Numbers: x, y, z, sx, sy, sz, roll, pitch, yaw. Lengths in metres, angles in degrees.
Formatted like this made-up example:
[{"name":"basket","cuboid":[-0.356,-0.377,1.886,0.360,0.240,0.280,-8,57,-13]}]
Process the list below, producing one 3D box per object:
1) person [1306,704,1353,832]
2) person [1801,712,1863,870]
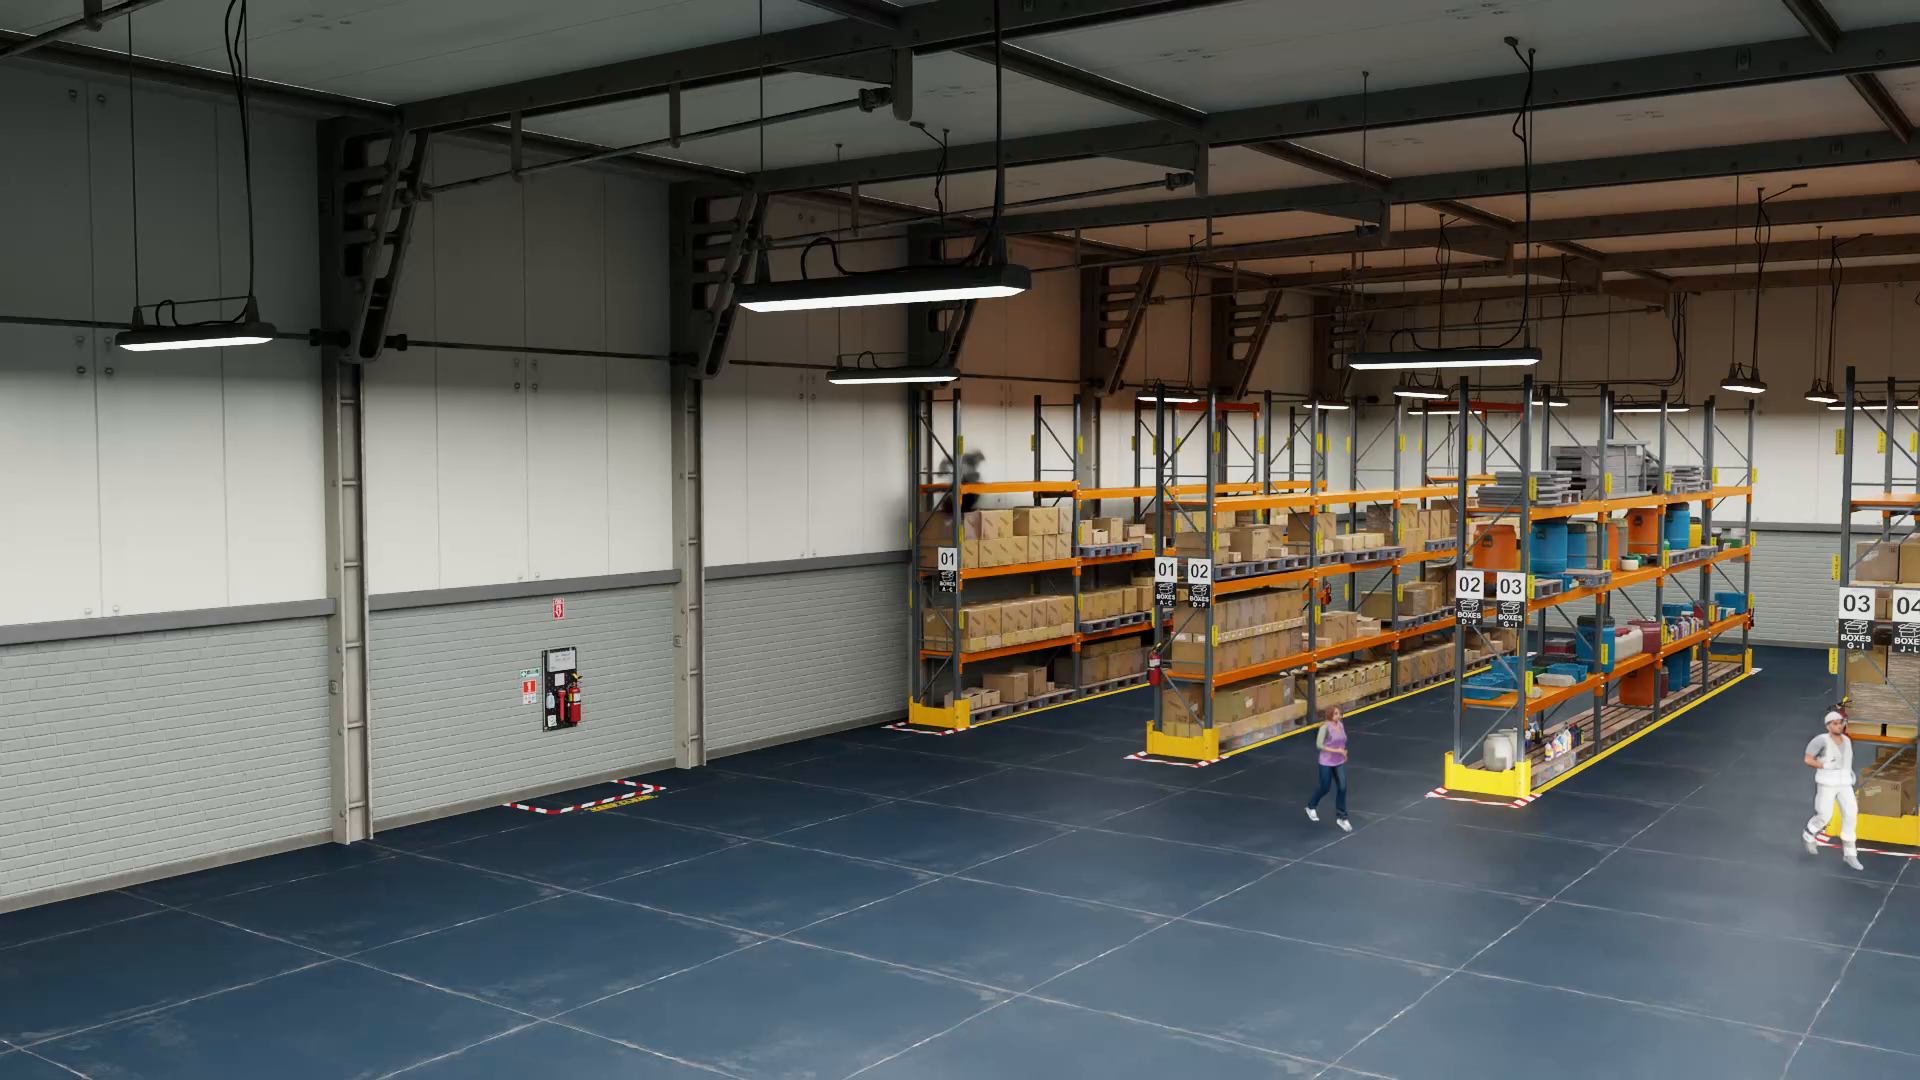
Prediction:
[{"name":"person","cuboid":[4.850,2.957,21.783,0.557,1.634,0.758,-2,4,-29]},{"name":"person","cuboid":[10.432,2.959,19.899,0.659,1.809,0.873,0,3,-4]}]
